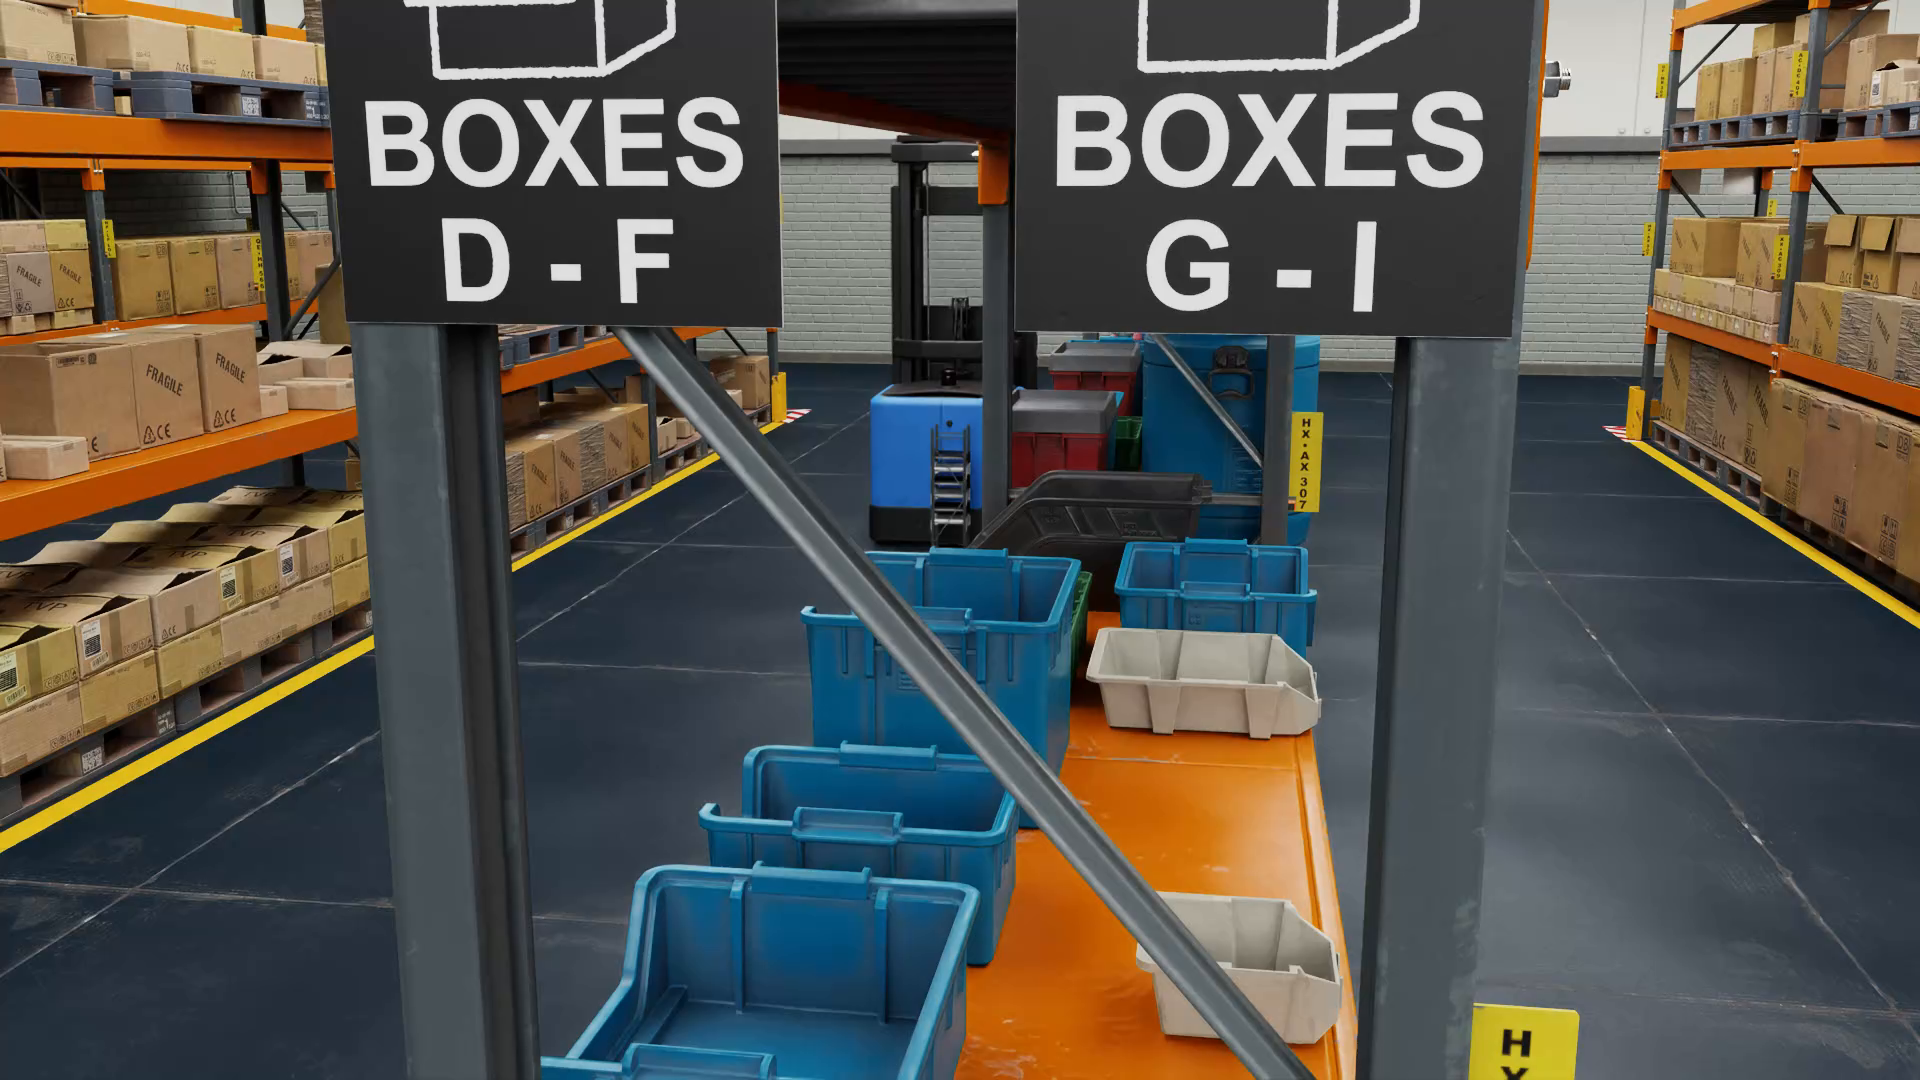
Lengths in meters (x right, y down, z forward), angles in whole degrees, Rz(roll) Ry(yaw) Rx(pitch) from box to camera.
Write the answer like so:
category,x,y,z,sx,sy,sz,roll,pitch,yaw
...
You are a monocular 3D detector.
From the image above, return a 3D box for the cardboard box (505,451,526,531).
category,x,y,z,sx,sy,sz,roll,pitch,yaw
cardboard box,-3.275,-0.319,11.240,0.500,0.500,0.500,1,12,7

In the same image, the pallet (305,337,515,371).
category,x,y,z,sx,sy,sz,roll,pitch,yaw
pallet,-3.667,-1.180,10.806,1.213,0.211,1.003,2,12,9

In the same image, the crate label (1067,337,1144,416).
category,x,y,z,sx,sy,sz,roll,pitch,yaw
crate label,0.772,-0.789,8.449,0.502,0.435,0.616,2,12,9

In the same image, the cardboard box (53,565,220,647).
category,x,y,z,sx,sy,sz,roll,pitch,yaw
cardboard box,-3.847,0.277,7.787,0.500,0.311,0.500,1,12,7

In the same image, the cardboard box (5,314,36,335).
category,x,y,z,sx,sy,sz,roll,pitch,yaw
cardboard box,-7.837,-1.768,13.626,0.380,0.149,0.250,2,12,9

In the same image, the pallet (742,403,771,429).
category,x,y,z,sx,sy,sz,roll,pitch,yaw
pallet,-2.605,-1.251,17.298,1.003,0.211,1.213,2,12,9

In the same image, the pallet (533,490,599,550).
category,x,y,z,sx,sy,sz,roll,pitch,yaw
pallet,-3.360,-0.175,12.305,1.003,0.211,1.213,2,12,9

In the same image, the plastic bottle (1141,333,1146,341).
category,x,y,z,sx,sy,sz,roll,pitch,yaw
plastic bottle,1.249,-1.346,11.423,0.097,0.271,0.097,0,12,0

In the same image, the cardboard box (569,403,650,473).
category,x,y,z,sx,sy,sz,roll,pitch,yaw
cardboard box,-2.880,-0.845,13.681,0.500,0.500,0.500,2,12,8

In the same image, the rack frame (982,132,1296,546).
category,x,y,z,sx,sy,sz,roll,pitch,yaw
rack frame,0.577,-0.137,5.508,1.000,3.000,0.127,2,12,9

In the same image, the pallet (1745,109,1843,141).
category,x,y,z,sx,sy,sz,roll,pitch,yaw
pallet,6.837,-3.235,12.973,1.003,0.211,1.213,2,12,9

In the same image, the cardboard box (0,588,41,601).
category,x,y,z,sx,sy,sz,roll,pitch,yaw
cardboard box,-4.465,0.365,7.381,0.500,0.311,0.500,2,12,10

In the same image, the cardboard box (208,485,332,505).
category,x,y,z,sx,sy,sz,roll,pitch,yaw
cardboard box,-4.073,-0.167,9.845,0.500,0.311,0.500,2,12,11

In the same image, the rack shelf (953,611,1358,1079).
category,x,y,z,sx,sy,sz,roll,pitch,yaw
rack shelf,0.269,0.631,3.652,1.077,0.370,4.000,2,12,9

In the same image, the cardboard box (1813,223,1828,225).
category,x,y,z,sx,sy,sz,roll,pitch,yaw
cardboard box,7.111,-2.274,13.295,0.500,0.500,0.500,2,12,9

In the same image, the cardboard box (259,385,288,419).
category,x,y,z,sx,sy,sz,roll,pitch,yaw
cardboard box,-3.843,-0.741,8.906,0.380,0.149,0.250,3,12,13

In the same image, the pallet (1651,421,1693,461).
category,x,y,z,sx,sy,sz,roll,pitch,yaw
pallet,7.270,-0.942,15.864,1.003,0.211,1.213,2,12,9

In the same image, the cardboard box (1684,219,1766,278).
category,x,y,z,sx,sy,sz,roll,pitch,yaw
cardboard box,6.825,-2.610,14.853,0.500,0.500,0.500,2,12,7

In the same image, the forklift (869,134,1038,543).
category,x,y,z,sx,sy,sz,roll,pitch,yaw
forklift,0.061,-1.663,12.755,1.130,2.935,3.031,2,12,7

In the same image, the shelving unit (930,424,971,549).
category,x,y,z,sx,sy,sz,roll,pitch,yaw
shelving unit,-0.065,-0.329,11.382,0.258,0.900,0.210,2,12,7

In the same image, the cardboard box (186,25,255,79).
category,x,y,z,sx,sy,sz,roll,pitch,yaw
cardboard box,-3.878,-2.404,8.269,0.500,0.250,0.500,2,12,8

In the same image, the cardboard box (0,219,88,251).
category,x,y,z,sx,sy,sz,roll,pitch,yaw
cardboard box,-7.801,-2.588,14.113,0.500,0.250,0.500,2,12,10

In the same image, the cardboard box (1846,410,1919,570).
category,x,y,z,sx,sy,sz,roll,pitch,yaw
cardboard box,6.357,-0.304,10.330,1.225,0.875,0.875,2,12,9

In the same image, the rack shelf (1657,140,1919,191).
category,x,y,z,sx,sy,sz,roll,pitch,yaw
rack shelf,7.009,-3.173,14.183,1.077,0.370,4.000,2,12,9

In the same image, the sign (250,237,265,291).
category,x,y,z,sx,sy,sz,roll,pitch,yaw
sign,-4.240,-1.674,10.079,0.100,0.325,0.005,2,12,9

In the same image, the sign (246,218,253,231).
category,x,y,z,sx,sy,sz,roll,pitch,yaw
sign,-7.915,-3.437,18.578,0.100,0.325,0.005,2,12,9

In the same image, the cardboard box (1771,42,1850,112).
category,x,y,z,sx,sy,sz,roll,pitch,yaw
cardboard box,6.762,-3.576,12.875,0.700,0.500,0.500,1,12,5

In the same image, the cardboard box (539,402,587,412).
category,x,y,z,sx,sy,sz,roll,pitch,yaw
cardboard box,-3.402,-0.864,13.770,0.500,0.500,0.500,1,12,6

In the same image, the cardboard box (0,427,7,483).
category,x,y,z,sx,sy,sz,roll,pitch,yaw
cardboard box,-4.285,-0.329,6.754,0.500,0.250,0.500,3,12,12

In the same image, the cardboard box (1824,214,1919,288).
category,x,y,z,sx,sy,sz,roll,pitch,yaw
cardboard box,6.611,-2.048,11.757,0.797,0.503,0.637,2,12,7

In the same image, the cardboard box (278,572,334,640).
category,x,y,z,sx,sy,sz,roll,pitch,yaw
cardboard box,-3.698,0.338,8.837,0.500,0.250,0.500,2,12,10

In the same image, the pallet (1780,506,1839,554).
category,x,y,z,sx,sy,sz,roll,pitch,yaw
pallet,6.657,-0.115,12.028,1.003,0.211,1.213,2,12,9

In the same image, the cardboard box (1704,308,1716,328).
category,x,y,z,sx,sy,sz,roll,pitch,yaw
cardboard box,6.662,-1.913,14.348,0.380,0.149,0.250,2,12,10

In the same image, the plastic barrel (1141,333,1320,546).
category,x,y,z,sx,sy,sz,roll,pitch,yaw
plastic barrel,0.935,-0.452,5.783,0.600,0.901,0.708,2,12,9

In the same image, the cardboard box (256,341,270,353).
category,x,y,z,sx,sy,sz,roll,pitch,yaw
cardboard box,-7.254,-2.021,17.650,0.380,0.149,0.250,2,12,10

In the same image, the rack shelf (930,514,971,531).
category,x,y,z,sx,sy,sz,roll,pitch,yaw
rack shelf,-0.065,-0.120,11.427,0.258,0.077,0.200,2,12,7

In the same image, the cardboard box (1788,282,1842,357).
category,x,y,z,sx,sy,sz,roll,pitch,yaw
cardboard box,6.383,-1.603,12.074,0.500,0.500,0.500,2,12,9

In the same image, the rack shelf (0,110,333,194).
category,x,y,z,sx,sy,sz,roll,pitch,yaw
rack shelf,-4.010,-1.829,7.948,1.077,0.370,4.000,2,12,9

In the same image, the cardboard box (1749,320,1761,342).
category,x,y,z,sx,sy,sz,roll,pitch,yaw
cardboard box,6.464,-1.647,13.110,0.380,0.149,0.250,2,12,10

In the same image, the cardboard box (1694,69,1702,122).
category,x,y,z,sx,sy,sz,roll,pitch,yaw
cardboard box,7.289,-4.134,15.463,0.700,0.500,0.500,1,12,5

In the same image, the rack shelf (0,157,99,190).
category,x,y,z,sx,sy,sz,roll,pitch,yaw
rack shelf,-8.290,-2.821,12.553,1.077,0.370,4.000,2,12,9

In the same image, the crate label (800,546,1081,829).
category,x,y,z,sx,sy,sz,roll,pitch,yaw
crate label,-0.023,0.287,3.459,0.502,0.435,0.616,2,12,9

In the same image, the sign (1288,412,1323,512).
category,x,y,z,sx,sy,sz,roll,pitch,yaw
sign,1.118,-0.252,5.386,0.100,0.325,0.005,2,12,9

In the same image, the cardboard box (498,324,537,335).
category,x,y,z,sx,sy,sz,roll,pitch,yaw
cardboard box,-3.387,-1.704,11.545,0.700,0.500,0.500,4,13,19

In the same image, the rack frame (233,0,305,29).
category,x,y,z,sx,sy,sz,roll,pitch,yaw
rack frame,-7.367,-5.888,17.957,1.000,3.000,0.127,2,12,9

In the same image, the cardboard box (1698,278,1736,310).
category,x,y,z,sx,sy,sz,roll,pitch,yaw
cardboard box,6.746,-2.134,14.423,0.500,0.250,0.500,2,12,8

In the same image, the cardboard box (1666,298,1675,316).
category,x,y,z,sx,sy,sz,roll,pitch,yaw
cardboard box,6.858,-2.182,15.592,0.380,0.149,0.250,2,12,7

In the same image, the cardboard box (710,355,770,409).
category,x,y,z,sx,sy,sz,roll,pitch,yaw
cardboard box,-2.312,-1.668,17.502,0.500,0.500,0.500,2,12,9

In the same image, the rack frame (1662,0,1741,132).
category,x,y,z,sx,sy,sz,roll,pitch,yaw
rack frame,7.316,-5.407,15.723,1.000,3.000,0.127,2,12,9

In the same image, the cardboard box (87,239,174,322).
category,x,y,z,sx,sy,sz,roll,pitch,yaw
cardboard box,-7.883,-2.382,15.215,0.980,0.700,0.700,2,12,10

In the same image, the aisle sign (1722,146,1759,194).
category,x,y,z,sx,sy,sz,roll,pitch,yaw
aisle sign,7.624,-3.750,16.105,0.394,0.787,0.004,2,12,9

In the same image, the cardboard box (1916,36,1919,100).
category,x,y,z,sx,sy,sz,roll,pitch,yaw
cardboard box,6.379,-2.957,10.233,0.797,0.503,0.637,2,12,8

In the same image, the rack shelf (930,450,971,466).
category,x,y,z,sx,sy,sz,roll,pitch,yaw
rack shelf,-0.065,-0.560,11.332,0.258,0.077,0.200,2,12,7
